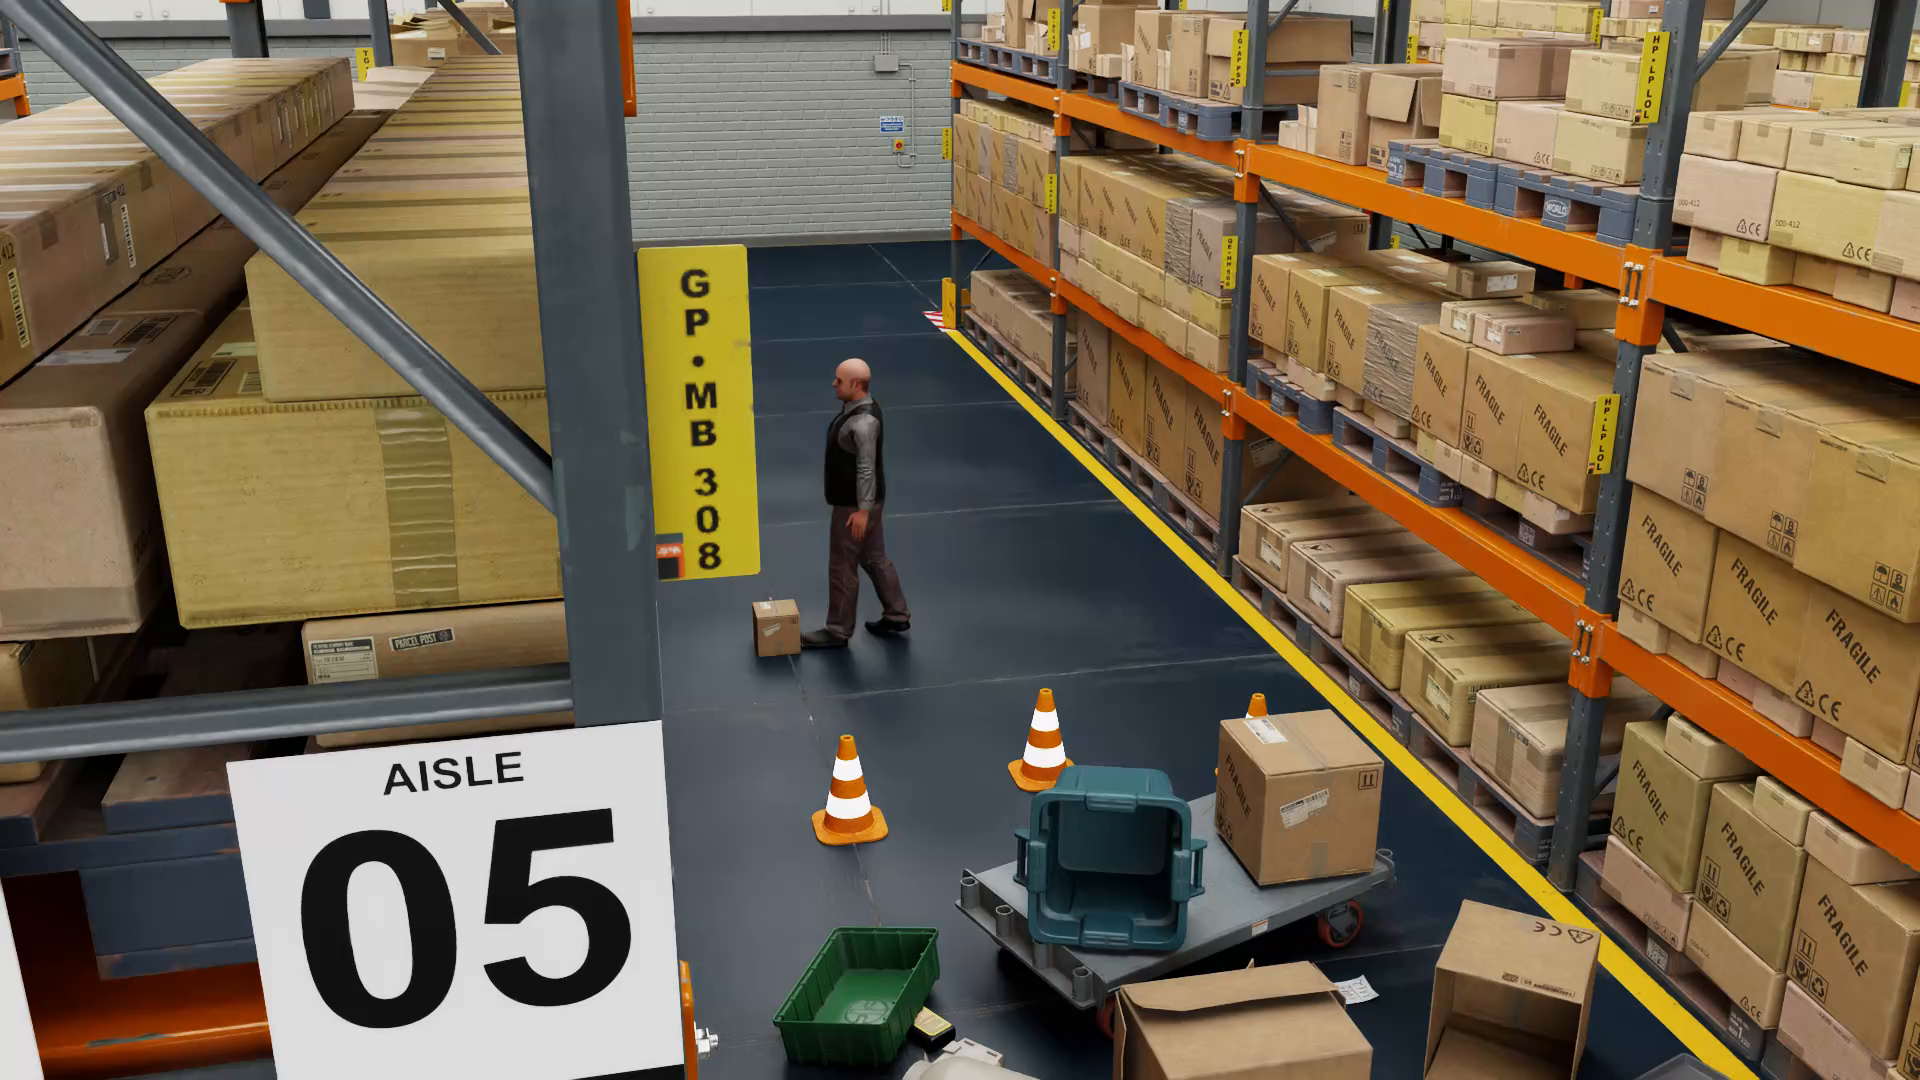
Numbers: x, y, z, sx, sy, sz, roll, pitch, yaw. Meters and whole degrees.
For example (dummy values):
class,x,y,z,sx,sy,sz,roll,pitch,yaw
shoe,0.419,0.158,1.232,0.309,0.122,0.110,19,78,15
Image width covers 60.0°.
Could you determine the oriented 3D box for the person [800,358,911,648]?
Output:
class,x,y,z,sx,sy,sz,roll,pitch,yaw
person,-0.629,-0.215,9.698,0.666,1.724,0.561,0,19,1
